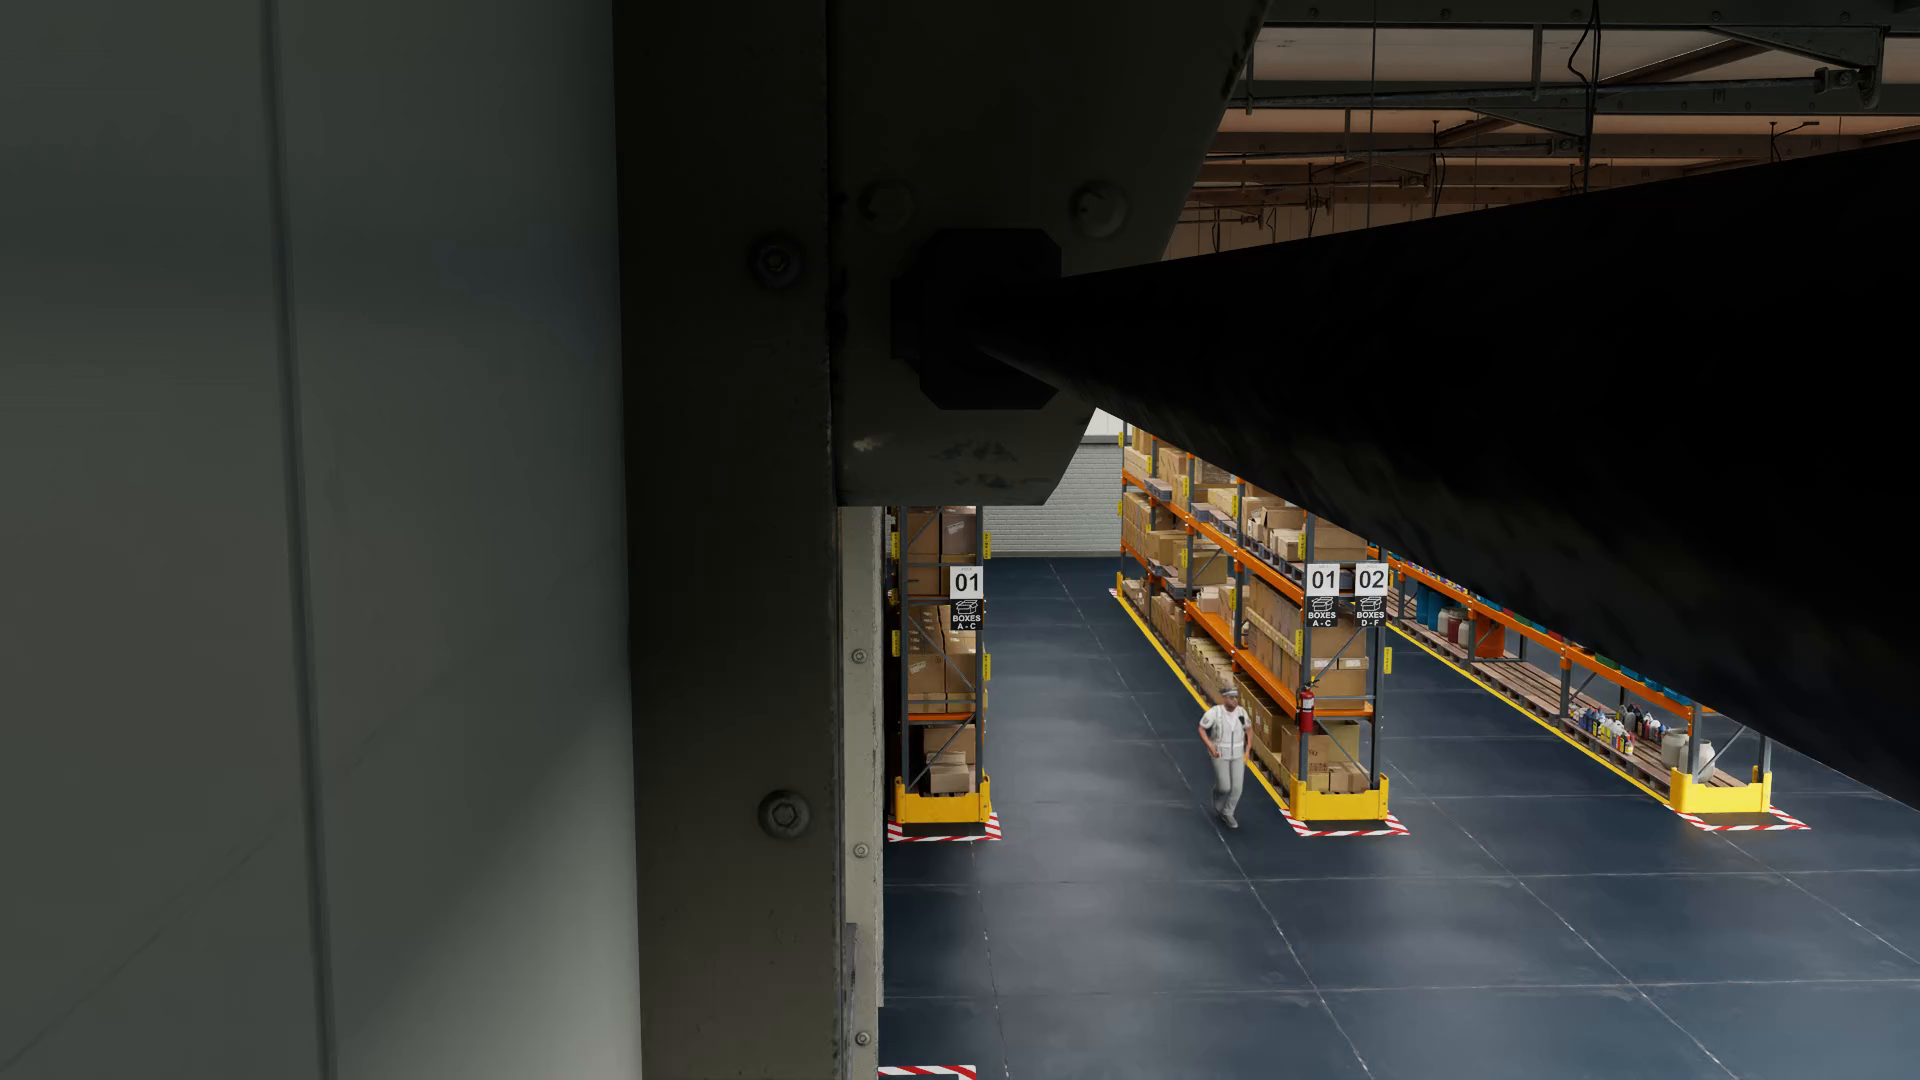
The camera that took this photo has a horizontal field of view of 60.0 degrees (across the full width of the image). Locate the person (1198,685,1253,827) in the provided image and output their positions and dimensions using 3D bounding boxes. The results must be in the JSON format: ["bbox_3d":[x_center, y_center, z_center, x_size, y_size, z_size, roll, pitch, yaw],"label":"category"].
[{"bbox_3d":[3.281,2.626,20.409,0.695,1.754,0.549,-1,8,-10],"label":"person"}]

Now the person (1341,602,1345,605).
[{"bbox_3d":[6.740,1.334,30.237,0.521,1.550,0.577,-2,8,-14],"label":"person"}]
